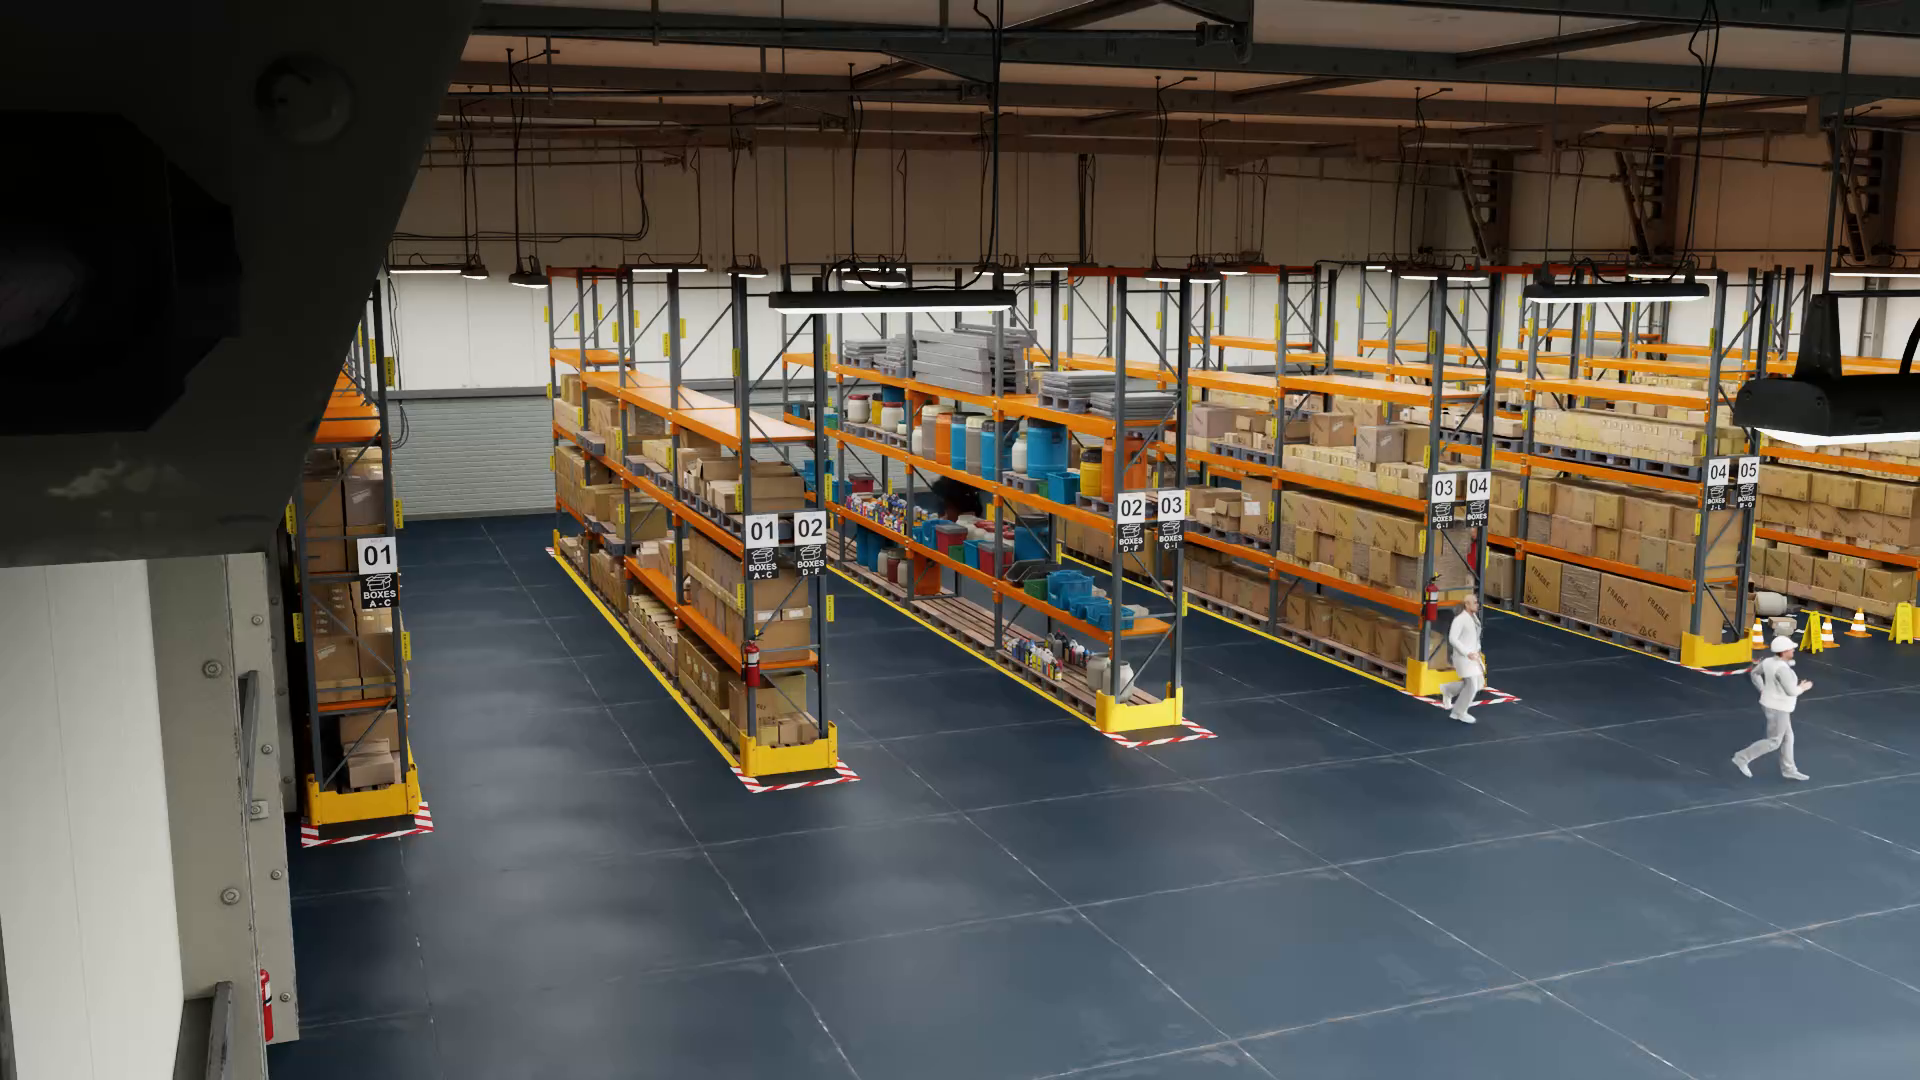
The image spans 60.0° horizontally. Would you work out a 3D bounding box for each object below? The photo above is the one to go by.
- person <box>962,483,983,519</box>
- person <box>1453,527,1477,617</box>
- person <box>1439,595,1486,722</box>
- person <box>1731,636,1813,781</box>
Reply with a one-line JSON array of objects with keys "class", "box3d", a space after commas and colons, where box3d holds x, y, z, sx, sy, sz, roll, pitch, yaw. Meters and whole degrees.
[{"class": "person", "box3d": [0.217, -0.361, 33.834, 0.546, 1.751, 0.772, -6, 11, -29]}, {"class": "person", "box3d": [8.650, 0.618, 28.170, 0.647, 1.698, 0.659, -6, 12, -31]}, {"class": "person", "box3d": [6.828, 1.586, 22.605, 0.621, 1.717, 0.757, 8, 12, 37]}, {"class": "person", "box3d": [9.745, 2.011, 19.876, 0.931, 1.766, 0.676, 1, 10, 8]}]
